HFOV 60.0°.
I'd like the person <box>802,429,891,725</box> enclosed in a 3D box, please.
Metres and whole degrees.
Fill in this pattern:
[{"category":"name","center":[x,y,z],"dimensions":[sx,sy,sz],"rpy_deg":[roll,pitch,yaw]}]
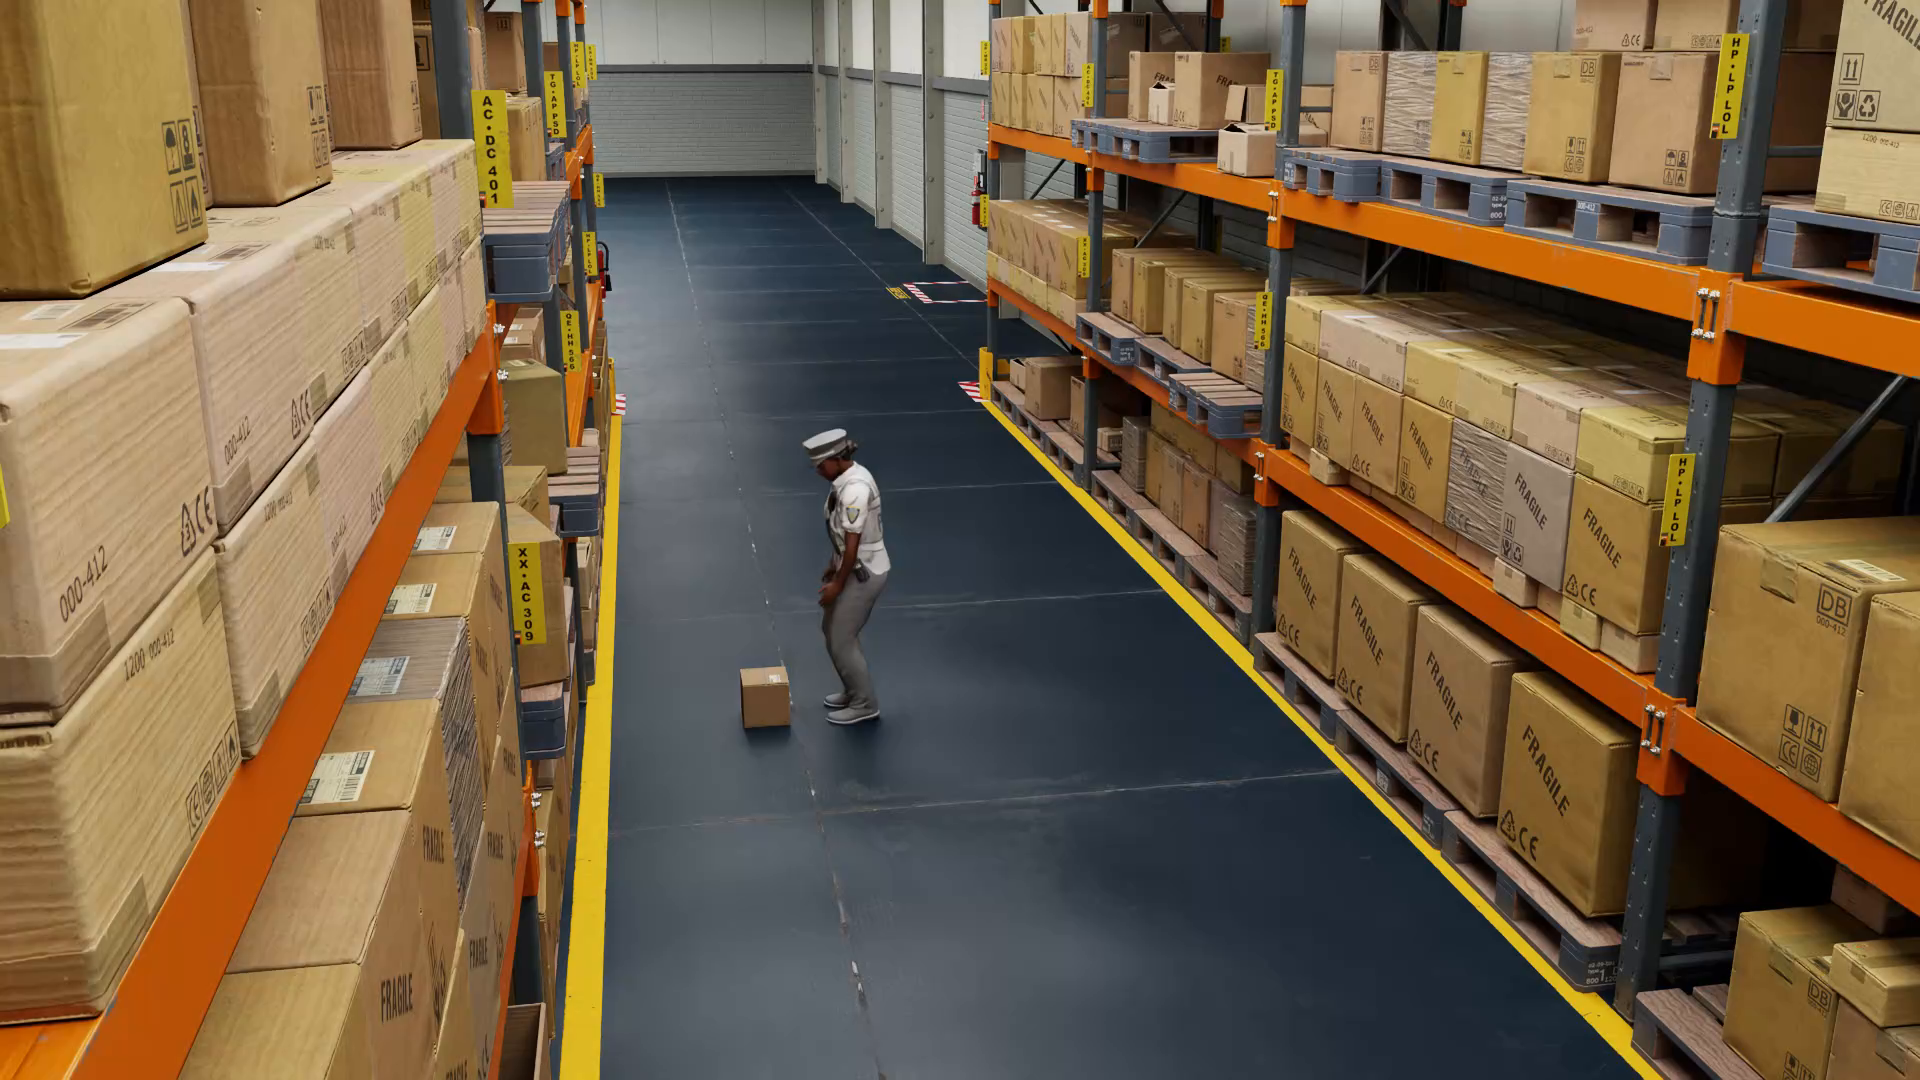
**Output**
[{"category":"person","center":[-0.604,0.196,8.985],"dimensions":[0.460,1.615,0.461],"rpy_deg":[-3,17,-9]}]
